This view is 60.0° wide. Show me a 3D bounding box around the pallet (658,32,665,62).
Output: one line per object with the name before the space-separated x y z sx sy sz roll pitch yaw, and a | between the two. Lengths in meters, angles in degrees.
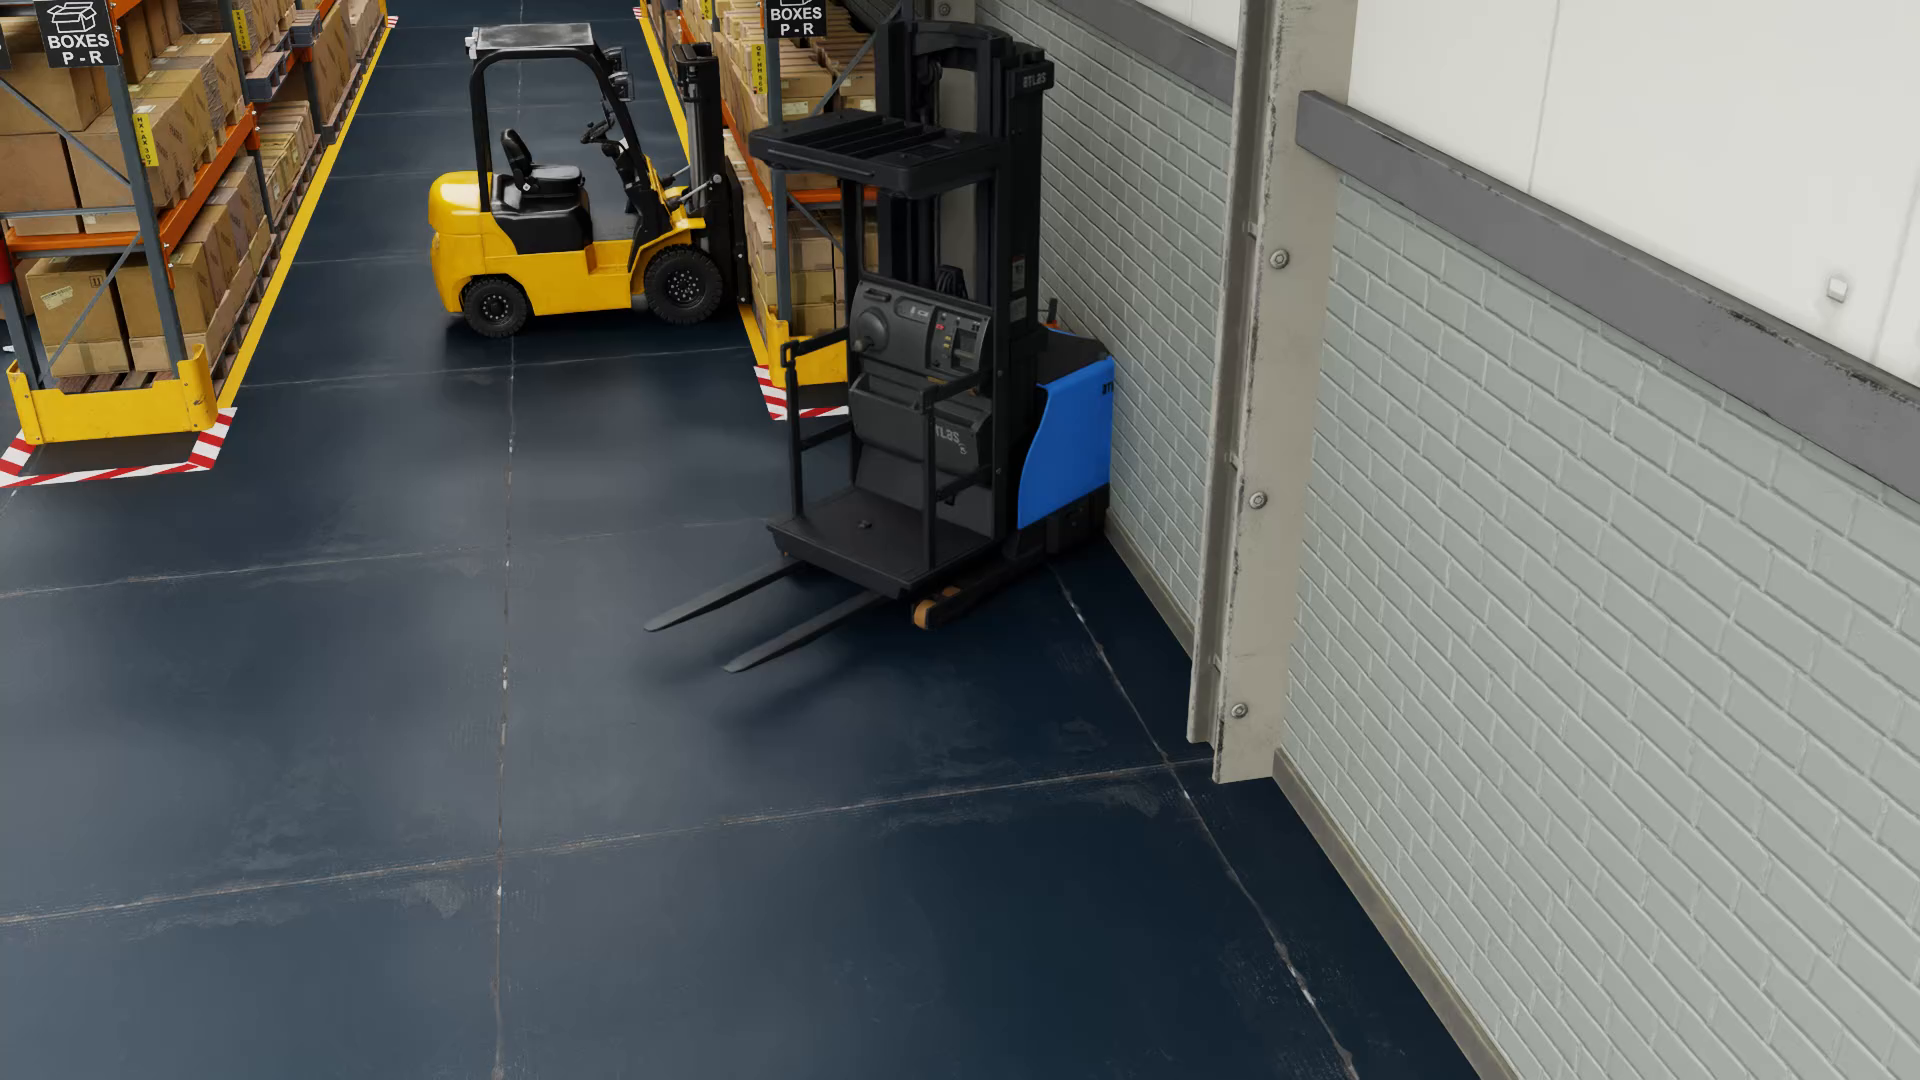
pallet | -3.663 -6.895 23.177 1.003 0.211 1.213 -6 27 -12

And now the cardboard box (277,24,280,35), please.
cardboard box | -6.713 -4.860 15.863 0.380 0.149 0.250 -7 28 -13

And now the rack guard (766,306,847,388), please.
rack guard | -0.799 -1.444 12.057 1.175 0.500 0.348 -6 27 -12

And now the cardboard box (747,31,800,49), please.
cardboard box | -1.442 -3.846 12.881 0.380 0.149 0.250 -6 27 -11

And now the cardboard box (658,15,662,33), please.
cardboard box | -4.001 -7.177 23.209 0.396 0.266 0.258 -5 27 -10

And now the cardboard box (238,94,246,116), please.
cardboard box | -6.172 -3.599 13.830 0.380 0.149 0.250 -6 27 -12

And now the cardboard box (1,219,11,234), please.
cardboard box | -8.269 -2.849 14.000 0.500 0.500 0.500 -6 27 -12

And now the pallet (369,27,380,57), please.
pallet | -8.718 -6.967 23.318 1.003 0.211 1.213 -6 27 -12

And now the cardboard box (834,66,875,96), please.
cardboard box | -0.672 -3.207 11.614 0.380 0.149 0.250 -6 27 -13

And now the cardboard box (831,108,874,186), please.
cardboard box | -0.646 -2.861 11.978 0.500 0.500 0.500 -5 27 -10

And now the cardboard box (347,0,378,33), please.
cardboard box | -8.785 -7.452 23.563 0.875 0.438 0.875 -5 27 -10

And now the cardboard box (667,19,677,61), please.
cardboard box | -3.490 -6.442 21.493 0.500 0.500 0.500 -6 27 -12

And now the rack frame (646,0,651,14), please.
rack frame | -4.411 -9.595 25.430 1.000 3.000 0.127 -6 27 -12

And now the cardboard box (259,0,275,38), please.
cardboard box | -6.579 -4.859 15.141 0.500 0.500 0.500 -6 27 -12

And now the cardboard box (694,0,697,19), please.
cardboard box | -2.394 -5.346 16.624 0.500 0.250 0.500 -6 27 -11

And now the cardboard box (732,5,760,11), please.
cardboard box | -1.710 -4.407 13.991 0.380 0.149 0.250 -6 27 -13

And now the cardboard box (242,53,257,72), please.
cardboard box | -6.358 -4.171 14.498 0.380 0.149 0.250 -6 27 -11

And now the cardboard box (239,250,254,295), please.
cardboard box | -5.906 -2.092 13.152 0.500 0.250 0.500 -6 27 -11

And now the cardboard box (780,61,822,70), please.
cardboard box | -1.177 -3.279 11.756 0.380 0.149 0.250 -6 27 -12

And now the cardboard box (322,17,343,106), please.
cardboard box | -7.714 -5.520 19.249 0.875 0.875 0.875 -6 27 -11

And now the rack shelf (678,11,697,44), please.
rack shelf | -2.157 -4.884 16.895 1.077 0.370 4.000 -6 27 -12

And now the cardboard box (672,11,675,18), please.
cardboard box | -3.550 -6.902 21.683 0.380 0.149 0.250 -7 28 -13

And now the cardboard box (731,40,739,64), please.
cardboard box | -1.630 -3.929 13.375 0.380 0.149 0.250 -7 28 -13

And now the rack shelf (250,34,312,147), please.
rack shelf | -6.992 -4.378 15.893 1.077 0.370 4.000 -6 27 -12

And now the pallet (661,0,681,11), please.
pallet | -2.829 -6.287 19.091 1.213 0.211 1.003 -6 27 -12

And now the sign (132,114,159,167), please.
sign | -5.111 -2.507 10.427 0.100 0.325 0.005 -6 27 -12

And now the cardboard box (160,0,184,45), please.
cardboard box | -6.653 -4.230 13.250 0.700 0.500 0.500 -6 27 -12

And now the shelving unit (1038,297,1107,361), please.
shelving unit | 0.415 -0.763 9.988 0.538 1.125 1.048 0 25 -14

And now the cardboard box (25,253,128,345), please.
cardboard box | -6.074 -1.685 11.513 0.500 0.500 0.500 -6 27 -11

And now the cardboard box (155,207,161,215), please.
cardboard box | -5.586 -2.232 11.123 0.380 0.149 0.250 -6 27 -11

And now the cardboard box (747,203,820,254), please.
cardboard box | -1.333 -2.371 12.595 0.500 0.250 0.500 -5 27 -11

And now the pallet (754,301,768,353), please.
pallet | -1.018 -1.657 12.799 1.003 0.211 1.213 -6 27 -12

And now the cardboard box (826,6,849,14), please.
cardboard box | -1.134 -4.352 13.881 0.380 0.149 0.250 -6 27 -13

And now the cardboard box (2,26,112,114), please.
cardboard box | -6.074 -3.114 11.040 0.700 0.500 0.500 -6 27 -11

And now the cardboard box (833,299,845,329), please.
cardboard box | -0.725 -1.766 12.506 0.500 0.250 0.500 -6 27 -11

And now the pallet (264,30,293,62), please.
pallet | -6.957 -4.627 15.800 1.003 0.211 1.213 -6 27 -12

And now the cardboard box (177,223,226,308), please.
cardboard box | -5.680 -1.981 12.100 0.500 0.500 0.500 -7 28 -14

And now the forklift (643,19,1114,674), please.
forklift | -0.356 -1.083 8.643 1.130 2.935 3.031 21 34 36

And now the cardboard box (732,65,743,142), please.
cardboard box | -1.519 -3.478 13.201 0.500 0.500 0.500 -6 27 -11

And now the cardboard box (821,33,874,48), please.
cardboard box | -0.860 -3.788 12.765 0.380 0.149 0.250 -7 28 -13

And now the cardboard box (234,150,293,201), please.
cardboard box | -6.827 -3.381 15.569 0.950 0.372 0.625 -4 27 -8

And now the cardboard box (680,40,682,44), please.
cardboard box | -3.057 -5.752 19.405 0.380 0.149 0.250 -7 28 -14

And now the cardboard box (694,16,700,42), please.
cardboard box | -2.399 -5.122 16.734 0.500 0.250 0.500 -5 27 -10

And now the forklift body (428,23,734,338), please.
forklift body | -3.009 -2.839 12.988 2.313 2.155 1.214 -6 27 -12

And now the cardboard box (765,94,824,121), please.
cardboard box | -1.156 -3.029 11.591 0.380 0.149 0.250 -6 27 -11

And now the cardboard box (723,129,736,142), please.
cardboard box | -1.903 -3.489 14.809 0.500 0.250 0.500 -6 27 -12

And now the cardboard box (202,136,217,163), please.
cardboard box | -5.818 -2.928 12.502 0.380 0.149 0.250 -6 27 -11

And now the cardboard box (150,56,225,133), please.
cardboard box | -5.955 -3.376 12.669 0.500 0.500 0.500 -5 27 -10

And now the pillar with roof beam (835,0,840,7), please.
pillar with roof beam | -5.630 -7.843 15.302 9.100 9.000 0.400 -6 27 -12
